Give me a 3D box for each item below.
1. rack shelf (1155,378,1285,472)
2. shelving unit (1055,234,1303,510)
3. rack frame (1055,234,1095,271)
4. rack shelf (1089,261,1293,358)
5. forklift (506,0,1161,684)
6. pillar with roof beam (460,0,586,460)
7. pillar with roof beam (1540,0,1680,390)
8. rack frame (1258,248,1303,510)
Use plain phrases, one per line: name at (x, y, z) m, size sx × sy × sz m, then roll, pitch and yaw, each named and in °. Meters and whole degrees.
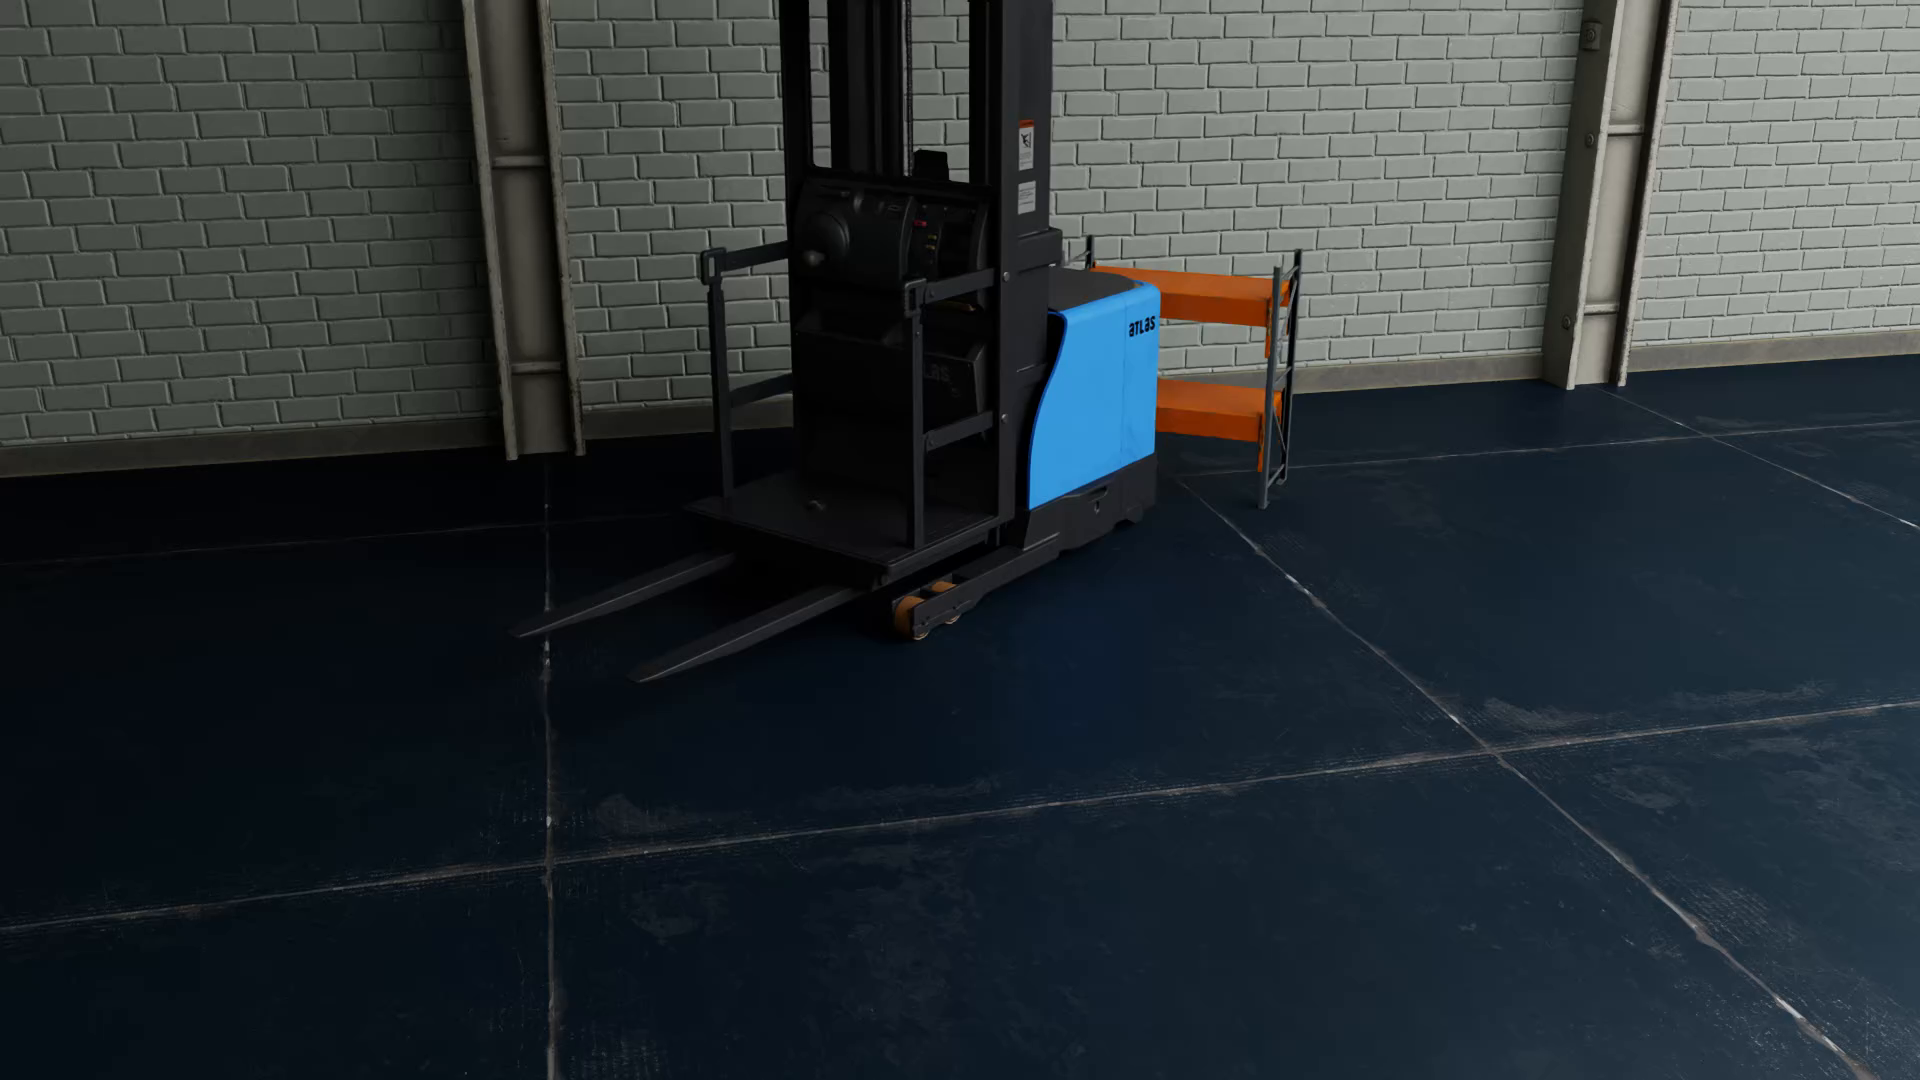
rack shelf at (1.019, -0.587, 7.993) m, size 1.000 × 0.278 × 0.538 m, roll 8°, pitch 22°, yaw 21°
shelving unit at (1.019, -0.817, 7.909) m, size 1.048 × 1.125 × 0.538 m, roll 8°, pitch 22°, yaw 21°
rack frame at (0.549, -0.883, 8.090) m, size 0.032 × 1.125 × 0.500 m, roll 8°, pitch 22°, yaw 21°
rack shelf at (1.019, -1.092, 7.809) m, size 1.000 × 0.278 × 0.538 m, roll 8°, pitch 22°, yaw 21°
forklift at (-0.399, -1.188, 6.297) m, size 1.130 × 2.935 × 3.031 m, roll 15°, pitch 25°, yaw 35°
pillar with roof beam at (-1.151, -3.255, 3.118) m, size 0.400 × 9.000 × 9.100 m, roll -5°, pitch 21°, yaw -12°
pillar with roof beam at (4.688, -3.730, 4.415) m, size 0.400 × 9.000 × 9.100 m, roll -5°, pitch 21°, yaw -12°
rack frame at (1.490, -0.751, 7.729) m, size 0.032 × 1.125 × 0.500 m, roll 8°, pitch 22°, yaw 21°
